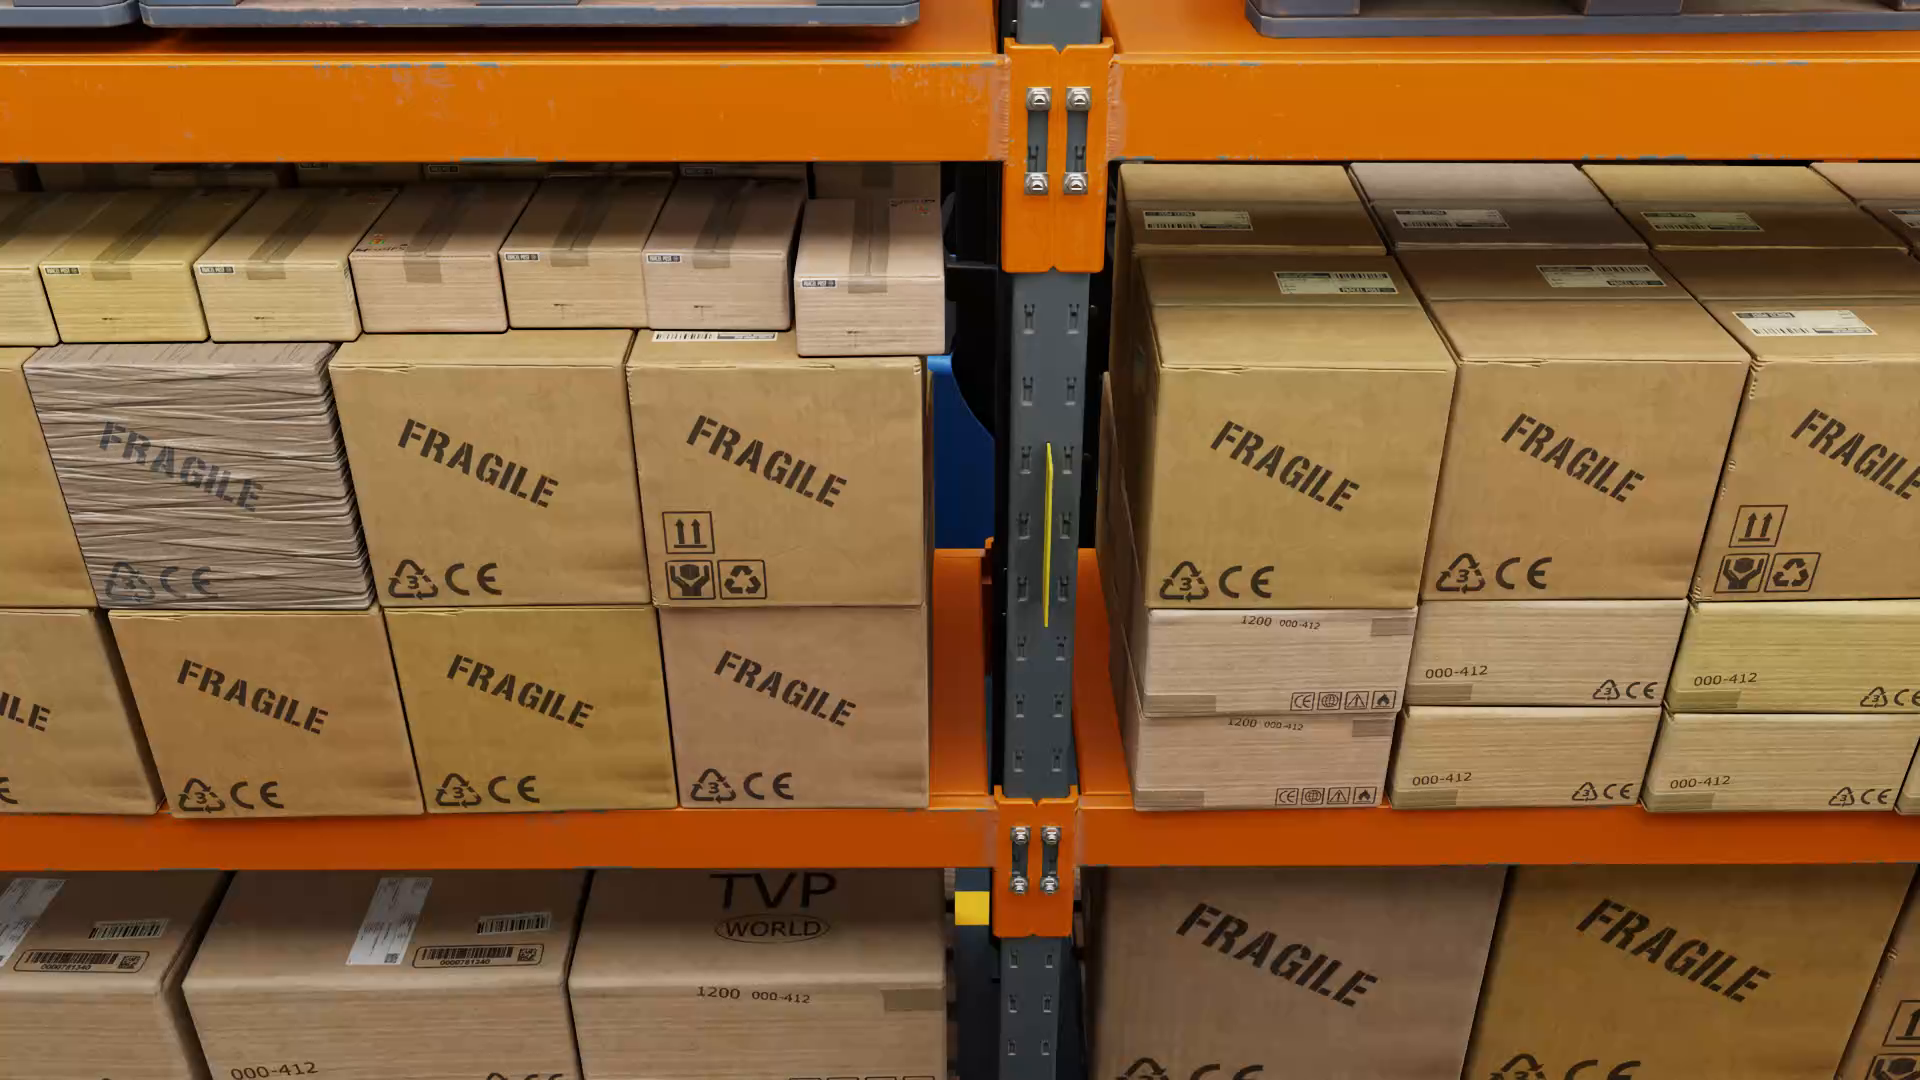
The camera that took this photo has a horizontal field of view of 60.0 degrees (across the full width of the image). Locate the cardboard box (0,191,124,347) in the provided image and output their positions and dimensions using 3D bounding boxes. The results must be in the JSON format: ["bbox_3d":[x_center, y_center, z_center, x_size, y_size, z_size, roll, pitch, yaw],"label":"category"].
[{"bbox_3d":[-1.680,-0.492,2.983,0.250,0.149,0.380,0,31,0],"label":"cardboard box"}]

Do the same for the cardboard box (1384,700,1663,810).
[{"bbox_3d":[1.110,0.307,3.496,0.500,0.250,0.500,-1,31,-2],"label":"cardboard box"}]

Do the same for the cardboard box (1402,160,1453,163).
[{"bbox_3d":[2.298,-1.743,8.110,0.250,0.149,0.380,-2,31,-3],"label":"cardboard box"}]

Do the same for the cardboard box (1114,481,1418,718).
[{"bbox_3d":[0.592,0.105,3.347,0.500,0.250,0.500,-1,31,-2],"label":"cardboard box"}]

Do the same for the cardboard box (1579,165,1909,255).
[{"bbox_3d":[1.620,-0.489,3.604,0.500,0.500,0.500,1,31,1],"label":"cardboard box"}]

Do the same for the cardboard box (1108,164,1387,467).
[{"bbox_3d":[0.596,-0.492,3.609,0.500,0.500,0.500,1,31,1],"label":"cardboard box"}]

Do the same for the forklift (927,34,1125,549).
[{"bbox_3d":[0.741,-1.155,5.828,3.031,2.935,1.130,4,31,7],"label":"forklift"}]

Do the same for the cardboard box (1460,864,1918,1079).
[{"bbox_3d":[1.673,0.789,4.202,0.875,0.875,0.875,1,31,1],"label":"cardboard box"}]

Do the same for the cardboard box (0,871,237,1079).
[{"bbox_3d":[-2.275,0.977,4.313,0.875,0.438,0.875,1,31,1],"label":"cardboard box"}]

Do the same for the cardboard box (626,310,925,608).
[{"bbox_3d":[-0.320,-0.216,3.153,0.500,0.500,0.500,0,31,-1],"label":"cardboard box"}]

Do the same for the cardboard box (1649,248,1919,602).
[{"bbox_3d":[1.602,-0.229,3.175,0.500,0.500,0.500,-1,31,-2],"label":"cardboard box"}]

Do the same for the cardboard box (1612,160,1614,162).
[{"bbox_3d":[3.328,-2.039,8.598,0.250,0.149,0.380,1,31,1],"label":"cardboard box"}]

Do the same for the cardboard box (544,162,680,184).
[{"bbox_3d":[-0.678,-0.739,3.391,0.250,0.149,0.380,-1,31,-1],"label":"cardboard box"}]

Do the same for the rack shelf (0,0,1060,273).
[{"bbox_3d":[-1.849,-0.859,3.075,4.000,0.370,1.077,0,31,0],"label":"rack shelf"}]

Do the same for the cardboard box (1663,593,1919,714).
[{"bbox_3d":[1.618,0.101,3.354,0.500,0.250,0.500,0,31,0],"label":"cardboard box"}]

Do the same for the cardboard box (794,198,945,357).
[{"bbox_3d":[-0.156,-0.472,2.950,0.250,0.149,0.380,-1,31,-1],"label":"cardboard box"}]

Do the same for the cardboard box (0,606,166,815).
[{"bbox_3d":[-1.852,0.209,3.418,0.500,0.500,0.500,1,31,1],"label":"cardboard box"}]

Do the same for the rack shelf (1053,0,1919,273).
[{"bbox_3d":[2.150,-0.871,3.096,4.000,0.370,1.077,0,31,0],"label":"rack shelf"}]

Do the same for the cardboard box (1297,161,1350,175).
[{"bbox_3d":[1.783,-1.753,8.126,0.250,0.149,0.380,1,31,1],"label":"cardboard box"}]

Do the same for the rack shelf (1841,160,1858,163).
[{"bbox_3d":[6.117,-2.176,8.138,4.000,0.370,1.077,0,31,0],"label":"rack shelf"}]

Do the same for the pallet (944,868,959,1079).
[{"bbox_3d":[-0.610,1.264,4.463,1.213,0.211,1.003,0,31,0],"label":"pallet"}]

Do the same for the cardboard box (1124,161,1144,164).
[{"bbox_3d":[0.737,-1.869,8.031,0.250,0.149,0.380,-2,31,-3],"label":"cardboard box"}]

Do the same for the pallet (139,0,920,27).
[{"bbox_3d":[-0.668,-1.137,2.927,1.213,0.211,1.003,0,31,0],"label":"pallet"}]

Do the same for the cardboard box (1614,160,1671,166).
[{"bbox_3d":[3.352,-1.716,8.065,0.250,0.149,0.380,-2,31,-3],"label":"cardboard box"}]

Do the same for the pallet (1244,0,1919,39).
[{"bbox_3d":[1.067,-1.119,2.995,1.217,0.209,0.805,-1,31,-2],"label":"pallet"}]

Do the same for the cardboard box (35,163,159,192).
[{"bbox_3d":[-1.690,-0.776,3.452,0.250,0.149,0.380,0,31,0],"label":"cardboard box"}]

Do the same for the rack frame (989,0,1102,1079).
[{"bbox_3d":[0.151,0.110,3.677,0.127,3.000,1.000,0,31,0],"label":"rack frame"}]

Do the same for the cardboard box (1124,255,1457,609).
[{"bbox_3d":[0.592,-0.213,3.148,0.500,0.500,0.500,0,31,0],"label":"cardboard box"}]

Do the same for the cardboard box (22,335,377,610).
[{"bbox_3d":[-1.336,-0.212,3.147,0.500,0.500,0.500,0,31,0],"label":"cardboard box"}]

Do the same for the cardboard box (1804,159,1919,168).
[{"bbox_3d":[4.741,-1.636,8.440,0.625,0.625,0.875,1,31,1],"label":"cardboard box"}]

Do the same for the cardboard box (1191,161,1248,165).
[{"bbox_3d":[1.284,-1.772,8.158,0.250,0.149,0.380,-1,31,-1],"label":"cardboard box"}]

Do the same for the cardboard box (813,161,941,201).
[{"bbox_3d":[-0.167,-0.771,3.444,0.250,0.149,0.380,-1,31,-1],"label":"cardboard box"}]

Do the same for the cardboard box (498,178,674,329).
[{"bbox_3d":[-0.669,-0.531,3.048,0.250,0.149,0.380,0,31,0],"label":"cardboard box"}]

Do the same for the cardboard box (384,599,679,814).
[{"bbox_3d":[-0.826,0.206,3.423,0.500,0.500,0.500,-1,31,-2],"label":"cardboard box"}]

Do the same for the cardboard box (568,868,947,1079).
[{"bbox_3d":[-0.478,0.972,4.321,0.875,0.438,0.875,-1,31,-1],"label":"cardboard box"}]

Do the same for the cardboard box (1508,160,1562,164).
[{"bbox_3d":[2.824,-1.760,8.139,0.250,0.149,0.380,1,31,1],"label":"cardboard box"}]

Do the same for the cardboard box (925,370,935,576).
[{"bbox_3d":[-0.320,-0.067,3.873,0.500,0.500,0.500,1,31,1],"label":"cardboard box"}]

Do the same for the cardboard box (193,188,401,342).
[{"bbox_3d":[-1.172,-0.502,3.000,0.250,0.149,0.380,0,31,-1],"label":"cardboard box"}]

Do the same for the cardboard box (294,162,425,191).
[{"bbox_3d":[-1.193,-0.785,3.466,0.250,0.149,0.380,-1,31,-2],"label":"cardboard box"}]

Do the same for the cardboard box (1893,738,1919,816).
[{"bbox_3d":[2.122,0.317,3.480,0.500,0.250,0.500,-1,31,-1],"label":"cardboard box"}]
